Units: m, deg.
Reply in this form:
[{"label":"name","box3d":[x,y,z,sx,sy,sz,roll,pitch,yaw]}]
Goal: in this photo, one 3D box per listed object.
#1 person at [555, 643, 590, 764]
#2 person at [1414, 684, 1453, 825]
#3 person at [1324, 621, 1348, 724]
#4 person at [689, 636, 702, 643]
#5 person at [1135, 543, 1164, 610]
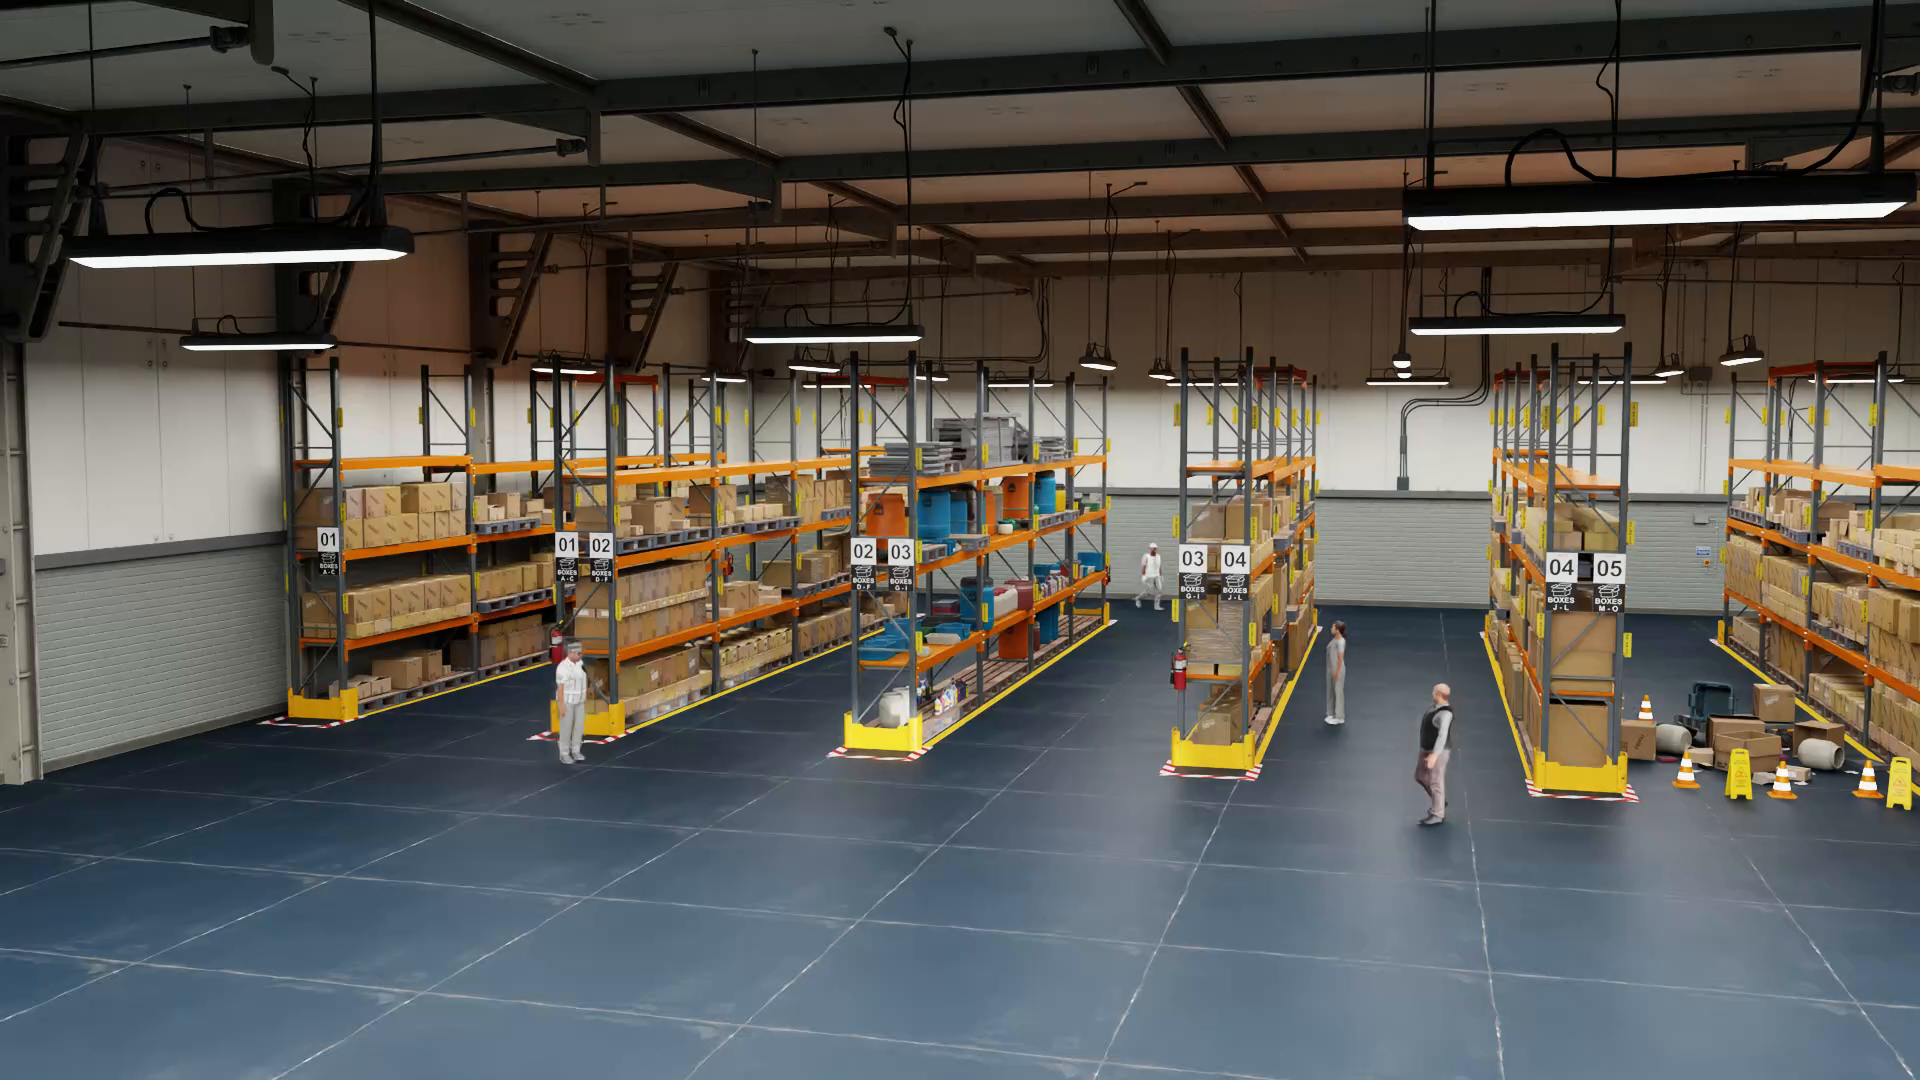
[{"label":"person","box3d":[-5.661,2.362,24.202,0.433,1.758,0.576,2,5,29]},{"label":"person","box3d":[5.883,2.622,20.624,0.476,1.716,0.628,0,4,-4]},{"label":"person","box3d":[6.156,2.162,27.328,0.409,1.676,0.451,-2,4,-20]},{"label":"person","box3d":[-5.850,1.531,36.371,0.459,1.600,0.936,2,4,20]},{"label":"person","box3d":[4.974,0.949,43.298,0.620,1.755,0.799,-4,6,-43]}]
